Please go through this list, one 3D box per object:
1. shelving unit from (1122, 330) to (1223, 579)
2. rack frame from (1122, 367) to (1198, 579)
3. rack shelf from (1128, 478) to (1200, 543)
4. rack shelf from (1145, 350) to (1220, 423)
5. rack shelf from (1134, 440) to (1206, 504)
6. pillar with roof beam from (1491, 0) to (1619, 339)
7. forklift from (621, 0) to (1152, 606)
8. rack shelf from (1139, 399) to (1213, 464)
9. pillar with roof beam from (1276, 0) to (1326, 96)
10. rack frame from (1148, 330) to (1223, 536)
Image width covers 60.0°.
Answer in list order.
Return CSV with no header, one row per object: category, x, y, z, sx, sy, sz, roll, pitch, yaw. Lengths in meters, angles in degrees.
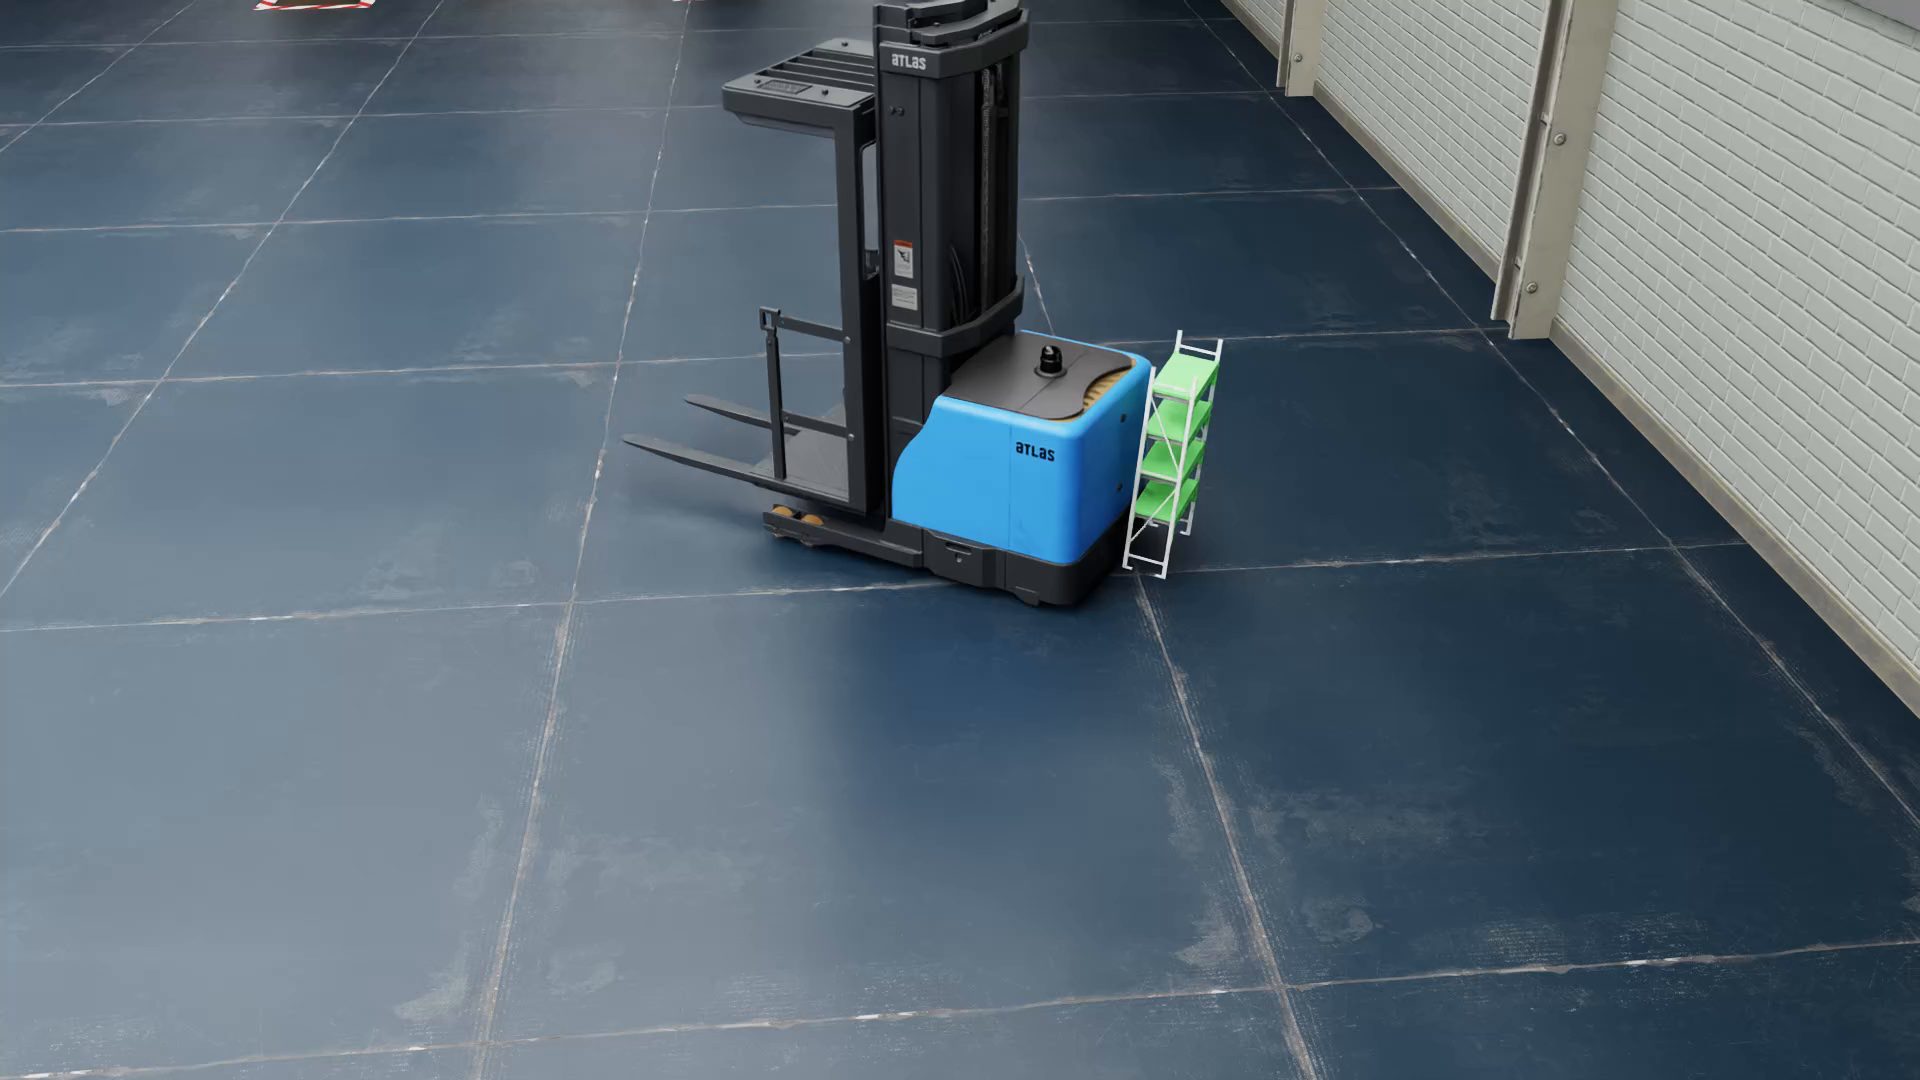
shelving unit,1.122,-0.447,8.810,0.258,1.200,0.503,16,34,17
rack frame,1.030,-0.331,8.616,0.240,1.200,0.015,16,34,17
rack shelf,1.101,-0.191,8.973,0.258,0.148,0.480,16,34,17
rack shelf,1.151,-0.797,8.587,0.258,0.148,0.480,16,34,17
rack shelf,1.118,-0.393,8.845,0.258,0.148,0.480,16,34,17
pillar with roof beam,-0.311,-5.164,9.120,9.100,9.000,0.400,-3,31,-5
forklift,-0.514,-1.448,8.816,3.031,2.935,1.130,15,34,24
rack shelf,1.134,-0.595,8.716,0.258,0.148,0.480,16,34,17
pillar with roof beam,-0.872,-8.227,14.249,9.100,9.000,0.400,-3,31,-5
rack frame,1.214,-0.563,9.004,0.240,1.200,0.015,16,34,17
